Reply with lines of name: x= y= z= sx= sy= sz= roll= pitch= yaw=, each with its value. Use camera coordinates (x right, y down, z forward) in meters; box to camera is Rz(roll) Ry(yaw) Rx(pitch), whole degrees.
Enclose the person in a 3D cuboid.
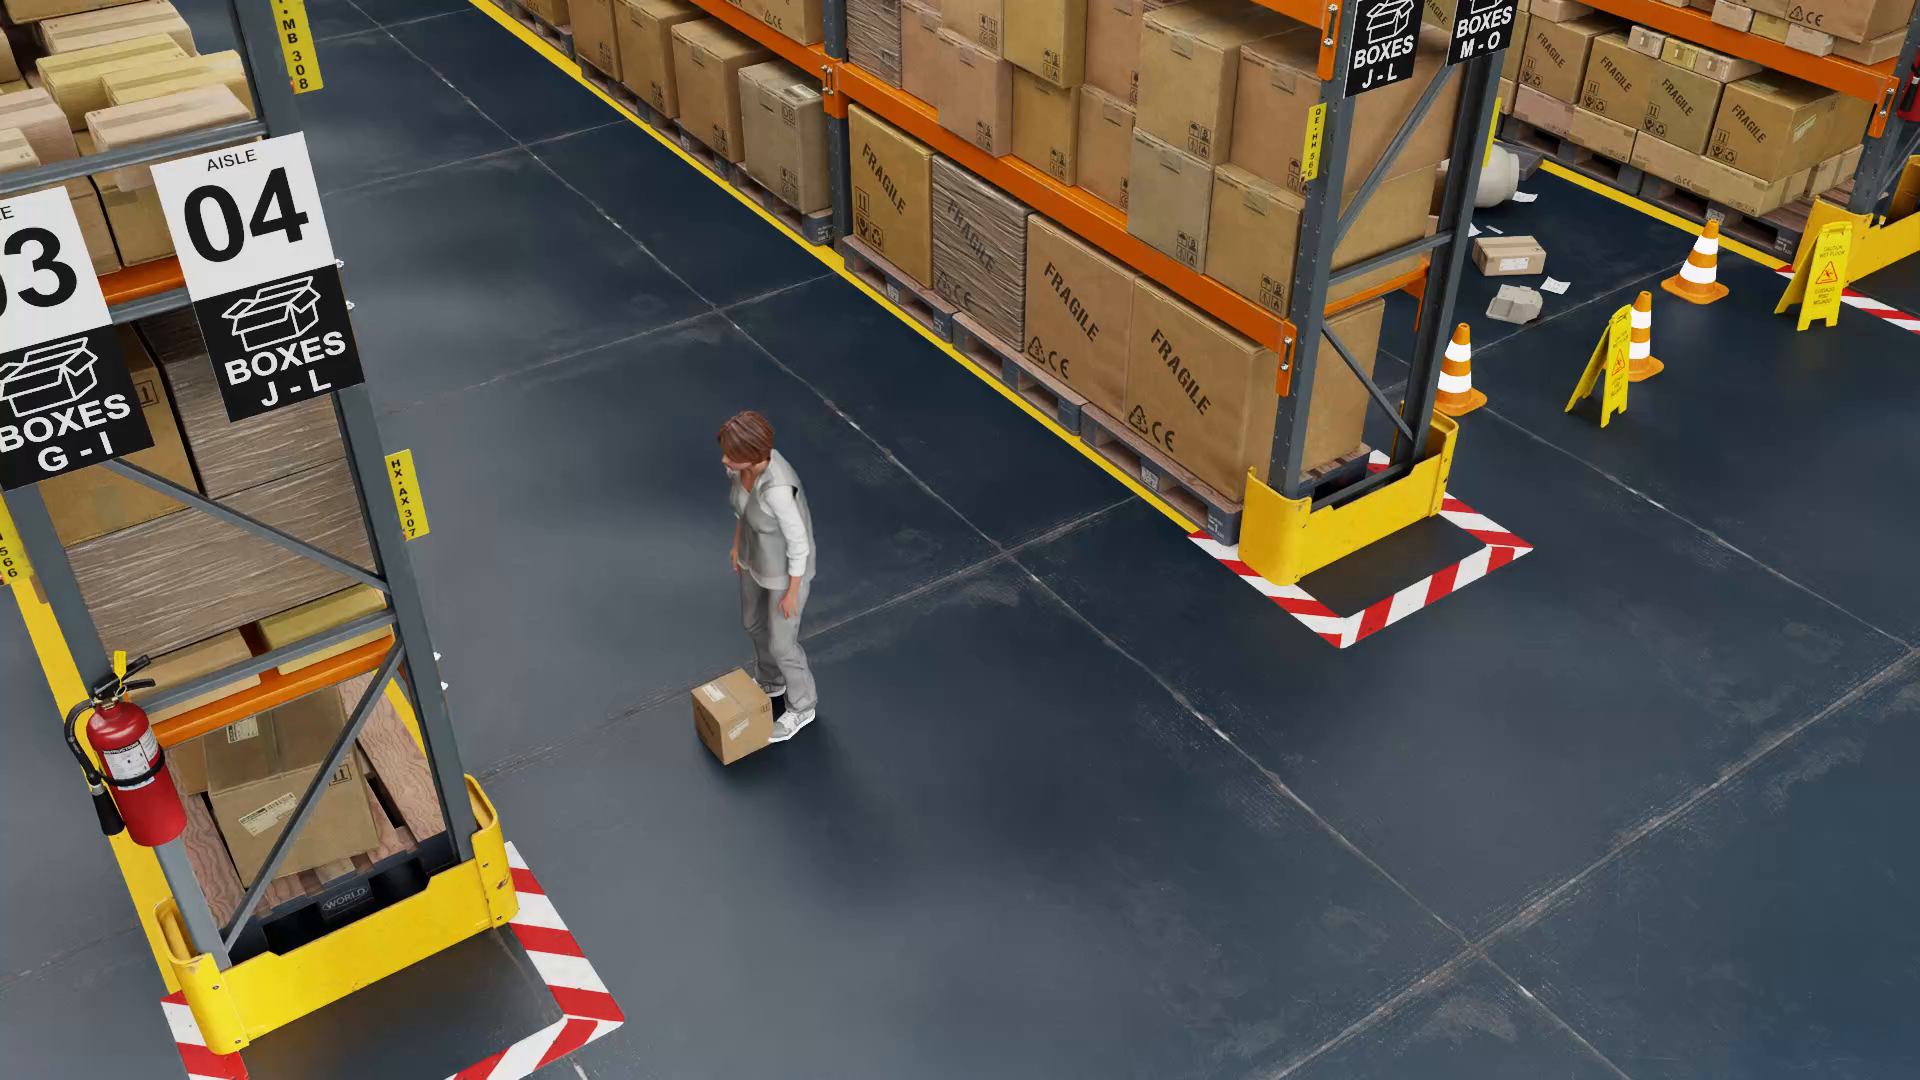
person: x=-0.782 y=0.132 z=6.833 sx=0.350 sy=1.593 sz=0.472 roll=-24 pitch=43 yaw=-28
